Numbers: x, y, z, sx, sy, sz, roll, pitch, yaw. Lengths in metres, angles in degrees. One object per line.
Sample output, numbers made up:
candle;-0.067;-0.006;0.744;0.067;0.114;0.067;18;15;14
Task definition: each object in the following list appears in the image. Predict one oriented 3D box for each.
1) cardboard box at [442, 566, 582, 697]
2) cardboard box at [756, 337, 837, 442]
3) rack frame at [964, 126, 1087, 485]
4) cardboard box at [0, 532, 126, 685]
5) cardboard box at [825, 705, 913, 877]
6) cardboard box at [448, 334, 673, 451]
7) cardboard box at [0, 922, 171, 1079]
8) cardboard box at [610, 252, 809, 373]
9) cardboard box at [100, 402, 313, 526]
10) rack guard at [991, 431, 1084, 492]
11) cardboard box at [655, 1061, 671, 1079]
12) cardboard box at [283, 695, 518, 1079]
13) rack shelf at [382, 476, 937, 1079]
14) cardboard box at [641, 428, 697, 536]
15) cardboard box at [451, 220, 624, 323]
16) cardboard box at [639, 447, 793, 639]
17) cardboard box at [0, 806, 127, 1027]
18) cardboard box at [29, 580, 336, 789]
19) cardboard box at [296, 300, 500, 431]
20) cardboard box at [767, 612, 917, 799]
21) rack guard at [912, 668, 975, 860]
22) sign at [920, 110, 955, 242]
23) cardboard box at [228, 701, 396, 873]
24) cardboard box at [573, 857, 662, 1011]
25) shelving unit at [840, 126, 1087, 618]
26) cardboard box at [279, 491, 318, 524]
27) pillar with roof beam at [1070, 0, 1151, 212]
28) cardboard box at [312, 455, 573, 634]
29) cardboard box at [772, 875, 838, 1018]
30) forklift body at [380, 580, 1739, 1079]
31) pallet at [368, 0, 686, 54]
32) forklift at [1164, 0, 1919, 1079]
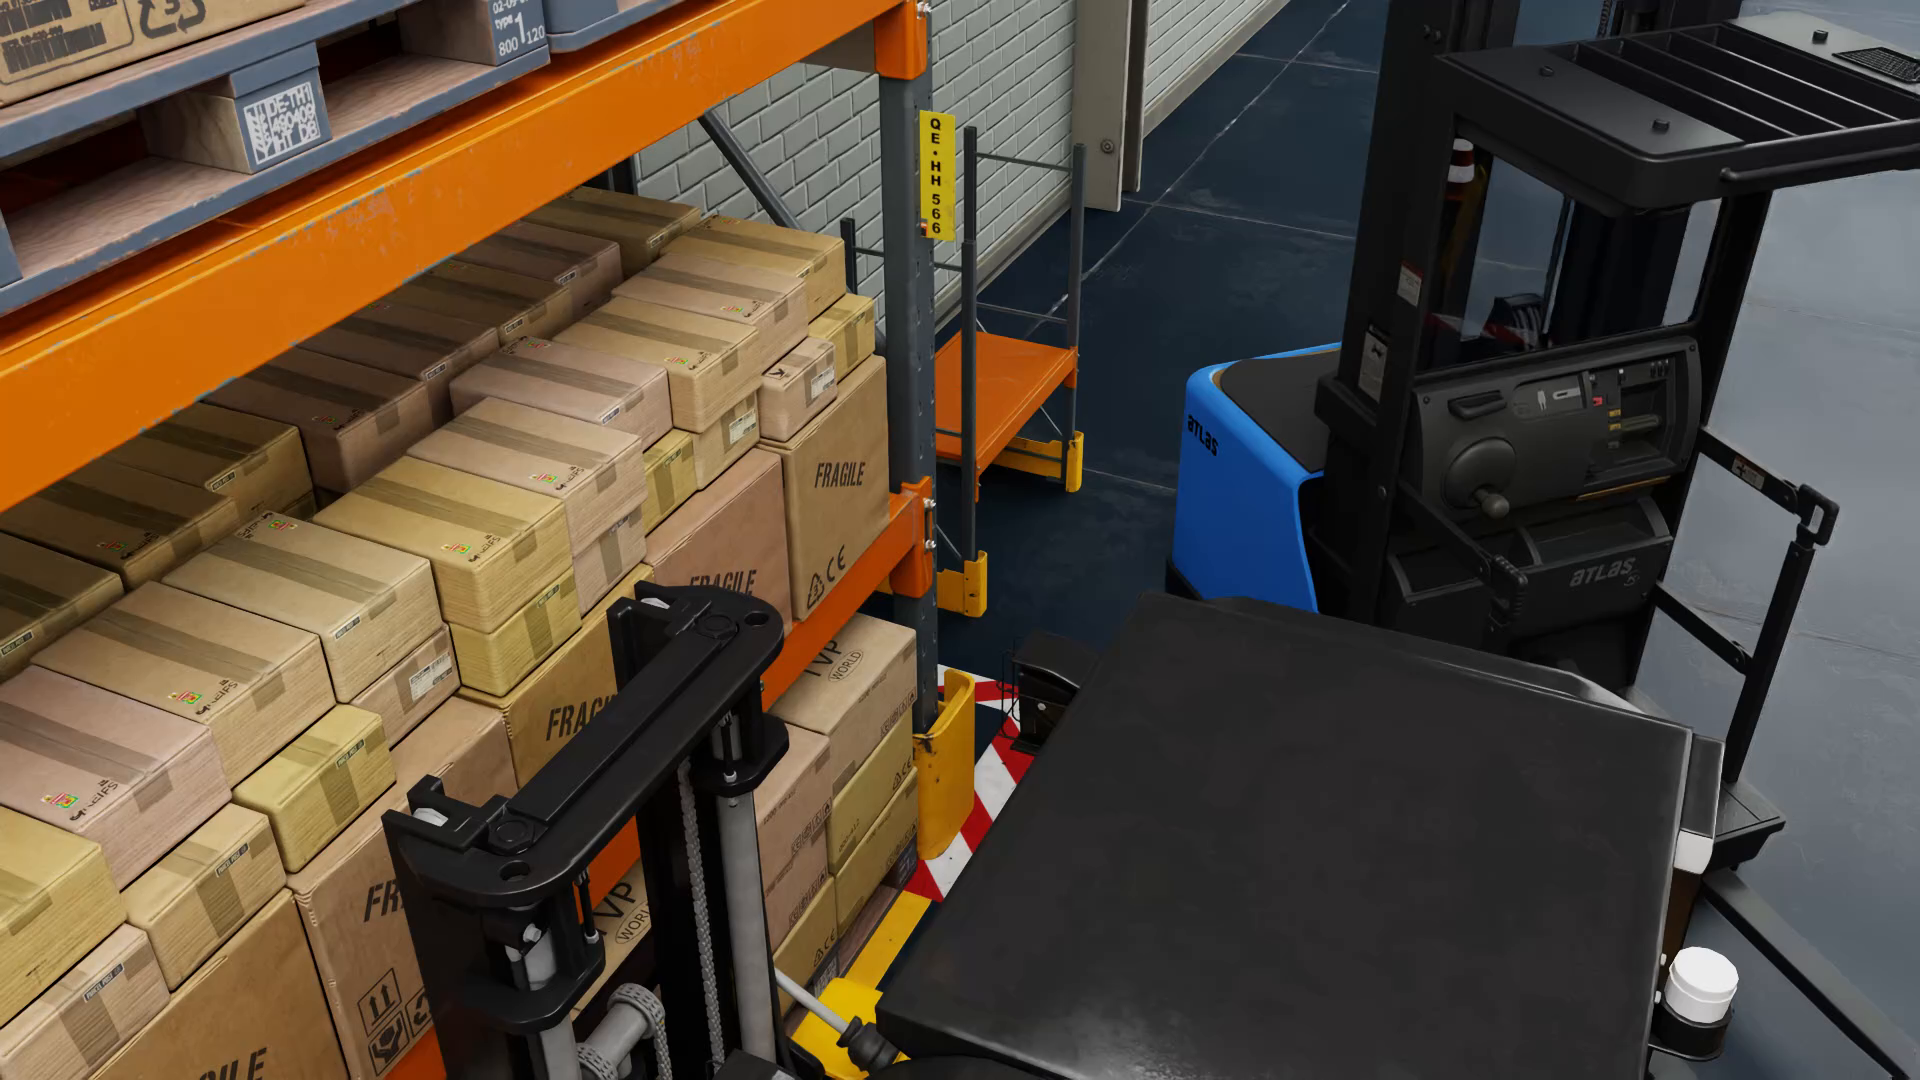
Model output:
cardboard box;-0.950;0.123;3.144;0.380;0.149;0.250;14;36;21
cardboard box;-0.516;-0.387;3.922;0.380;0.149;0.250;15;36;21
rack frame;0.248;-0.923;6.790;0.500;1.500;0.032;14;36;20
cardboard box;-1.660;0.132;2.859;0.380;0.149;0.250;15;36;22
cardboard box;-0.465;0.634;4.716;0.500;0.250;0.500;14;36;20
cardboard box;-0.835;-0.282;3.491;0.380;0.149;0.250;14;36;21
cardboard box;-1.374;0.634;2.365;0.380;0.149;0.250;14;36;20
cardboard box;-0.579;-0.526;3.863;0.380;0.149;0.250;14;36;21
cardboard box;-1.521;-0.142;3.277;0.380;0.149;0.250;13;36;19
rack guard;0.240;-0.391;7.118;0.587;0.250;0.087;14;36;20
cardboard box;-0.881;1.143;3.939;0.500;0.250;0.500;13;36;19
cardboard box;-1.152;0.583;3.034;0.500;0.500;0.500;14;36;21
rack shelf;-1.382;0.852;3.372;1.077;0.370;4.000;14;36;20
cardboard box;-0.794;-0.151;3.562;0.380;0.149;0.250;14;36;20
cardboard box;-1.048;-0.646;4.046;0.380;0.149;0.250;15;36;22
cardboard box;-0.738;0.075;3.810;0.500;0.500;0.500;15;36;22
cardboard box;-1.405;0.499;2.300;0.380;0.149;0.250;14;36;20
cardboard box;-1.261;0.231;2.708;0.380;0.149;0.250;14;36;21
cardboard box;-1.234;-0.387;3.651;0.380;0.149;0.250;14;36;21
cardboard box;-0.454;0.412;4.599;0.500;0.250;0.500;15;36;22
rack guard;-0.535;0.588;5.397;1.175;0.500;0.348;14;36;20
sign;-0.058;-0.897;4.111;0.100;0.325;0.005;14;36;20
cardboard box;-1.181;0.370;2.768;0.380;0.149;0.250;13;36;20
cardboard box;-0.865;0.921;3.823;0.500;0.250;0.500;15;36;21
shelving unit;0.032;-0.665;6.397;0.587;1.500;1.083;14;36;20
cardboard box;-1.525;-0.025;3.369;0.380;0.149;0.250;15;36;22
pillar with roof beam;4.765;-4.815;5.886;9.100;9.000;0.400;14;36;20
cardboard box;-0.946;0.003;3.056;0.380;0.149;0.250;15;36;21
cardboard box;-0.671;1.081;4.490;0.500;0.250;0.500;14;36;20
forklift body;0.319;1.273;2.848;2.313;2.155;1.214;14;36;20
pallet;-0.864;-1.316;3.367;1.003;0.211;1.213;14;36;20
forklift;1.748;-0.250;4.459;1.130;2.935;3.031;-12;35;-17
